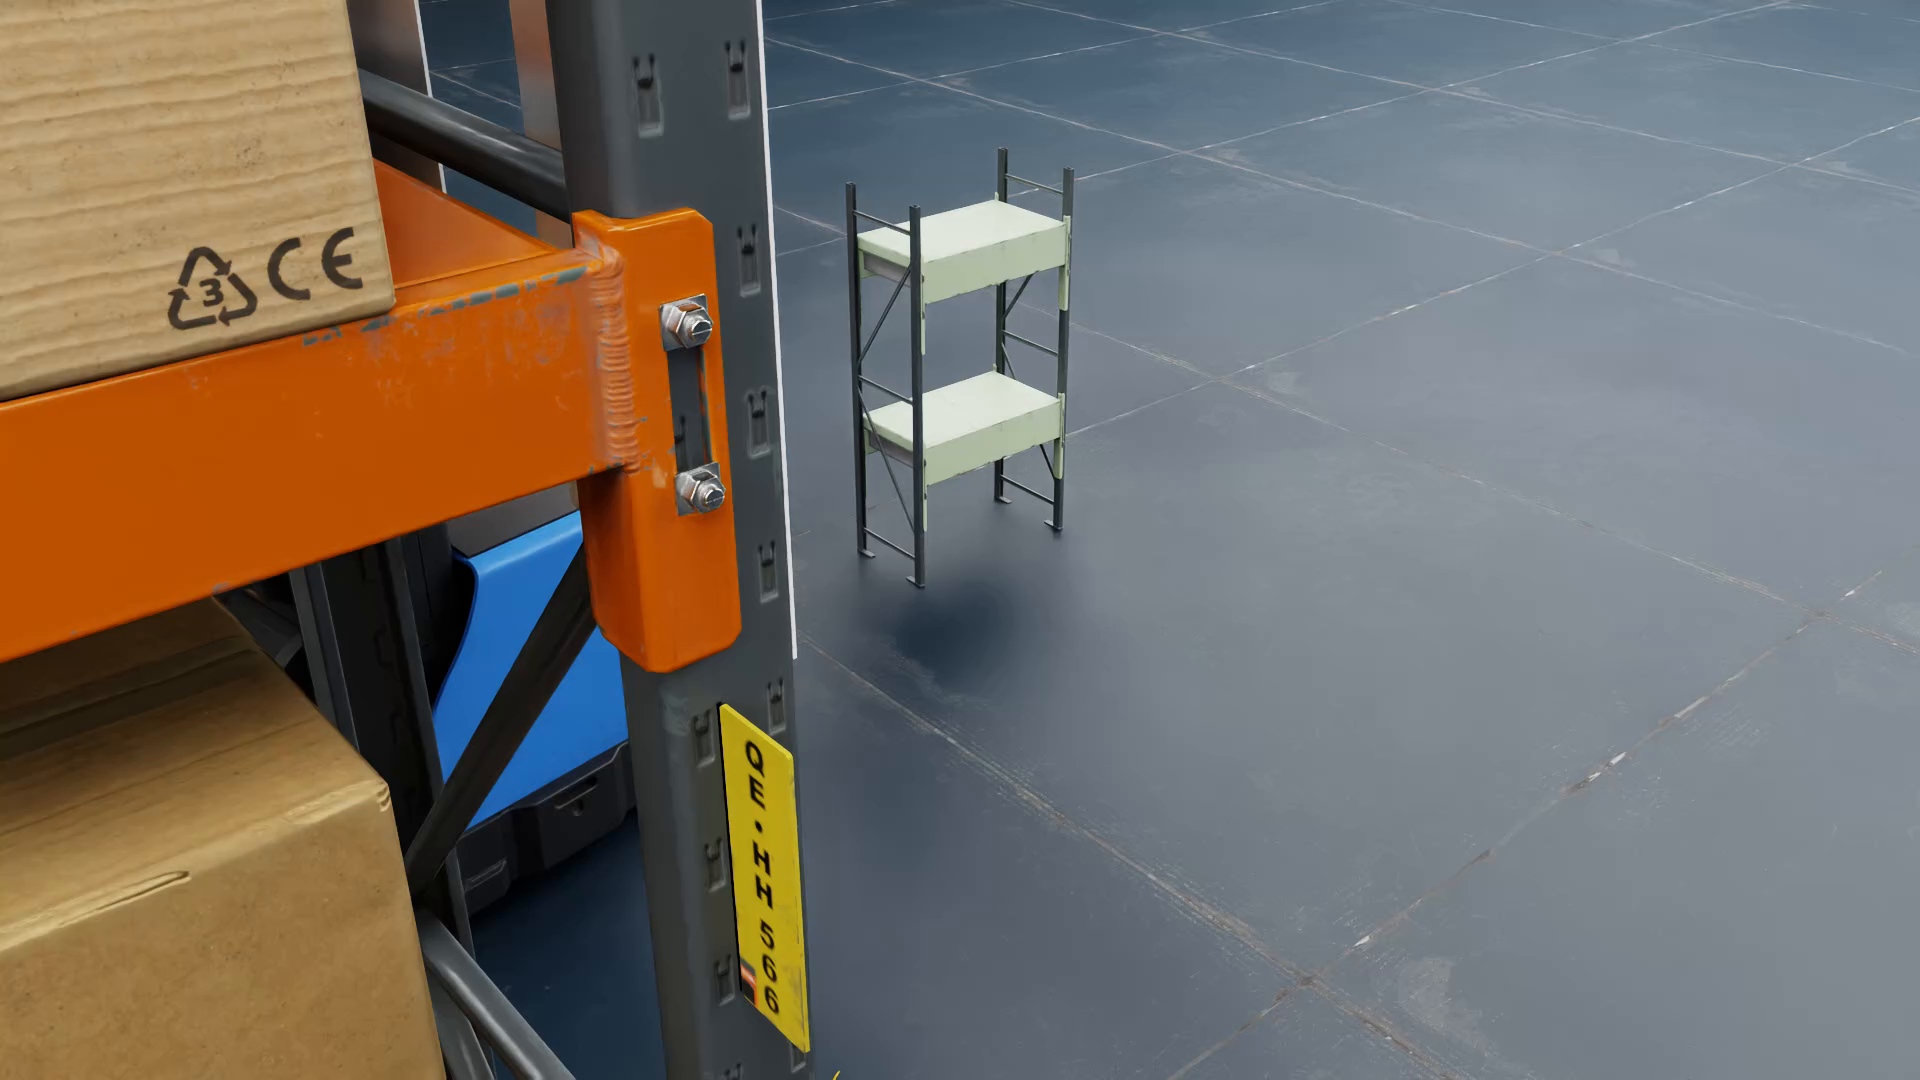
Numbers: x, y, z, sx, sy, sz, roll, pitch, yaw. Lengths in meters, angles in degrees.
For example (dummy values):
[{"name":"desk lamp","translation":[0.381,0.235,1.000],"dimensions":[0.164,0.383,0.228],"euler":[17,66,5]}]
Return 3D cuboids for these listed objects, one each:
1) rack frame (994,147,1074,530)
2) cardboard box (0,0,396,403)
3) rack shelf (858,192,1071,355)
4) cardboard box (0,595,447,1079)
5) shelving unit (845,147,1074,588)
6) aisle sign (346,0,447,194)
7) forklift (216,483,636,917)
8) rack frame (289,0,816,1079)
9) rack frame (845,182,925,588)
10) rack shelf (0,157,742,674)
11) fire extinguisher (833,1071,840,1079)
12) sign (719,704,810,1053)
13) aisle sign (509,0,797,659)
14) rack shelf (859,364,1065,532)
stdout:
[{"name":"rack frame","translation":[0.284,-0.775,6.610],"dimensions":[0.023,1.500,0.400],"euler":[-22,35,-35]},{"name":"cardboard box","translation":[-0.715,-0.275,1.058],"dimensions":[0.500,0.250,0.500],"euler":[-21,35,-34]},{"name":"rack shelf","translation":[0.005,-1.008,6.216],"dimensions":[0.720,0.370,0.431],"euler":[-22,35,-35]},{"name":"cardboard box","translation":[-0.772,0.384,1.366],"dimensions":[0.500,0.500,0.500],"euler":[-22,35,-35]},{"name":"shelving unit","translation":[0.005,-0.664,6.400],"dimensions":[0.755,1.500,0.431],"euler":[-22,35,-35]},{"name":"aisle sign","translation":[-0.661,-0.529,1.800],"dimensions":[0.004,0.787,0.394],"euler":[-22,35,-35]},{"name":"forklift","translation":[-2.106,-0.174,3.967],"dimensions":[1.130,2.935,3.031],"euler":[22,35,35]},{"name":"rack frame","translation":[-0.516,0.743,2.178],"dimensions":[0.053,2.616,0.949],"euler":[-22,35,-35]},{"name":"rack frame","translation":[-0.273,-0.552,6.191],"dimensions":[0.023,1.500,0.400],"euler":[-22,35,-35]},{"name":"rack shelf","translation":[-2.035,0.350,0.494],"dimensions":[4.000,0.370,1.077],"euler":[-22,35,-35]},{"name":"fire extinguisher","translation":[-0.127,0.908,1.950],"dimensions":[0.183,0.674,0.296],"euler":[-22,35,-35]},{"name":"sign","translation":[-0.169,0.299,1.445],"dimensions":[0.005,0.325,0.100],"euler":[-22,35,-35]},{"name":"aisle sign","translation":[-0.272,-0.314,1.397],"dimensions":[0.004,0.787,0.394],"euler":[-22,35,-35]},{"name":"rack shelf","translation":[0.005,-0.376,6.554],"dimensions":[0.720,0.370,0.431],"euler":[-22,35,-35]}]
